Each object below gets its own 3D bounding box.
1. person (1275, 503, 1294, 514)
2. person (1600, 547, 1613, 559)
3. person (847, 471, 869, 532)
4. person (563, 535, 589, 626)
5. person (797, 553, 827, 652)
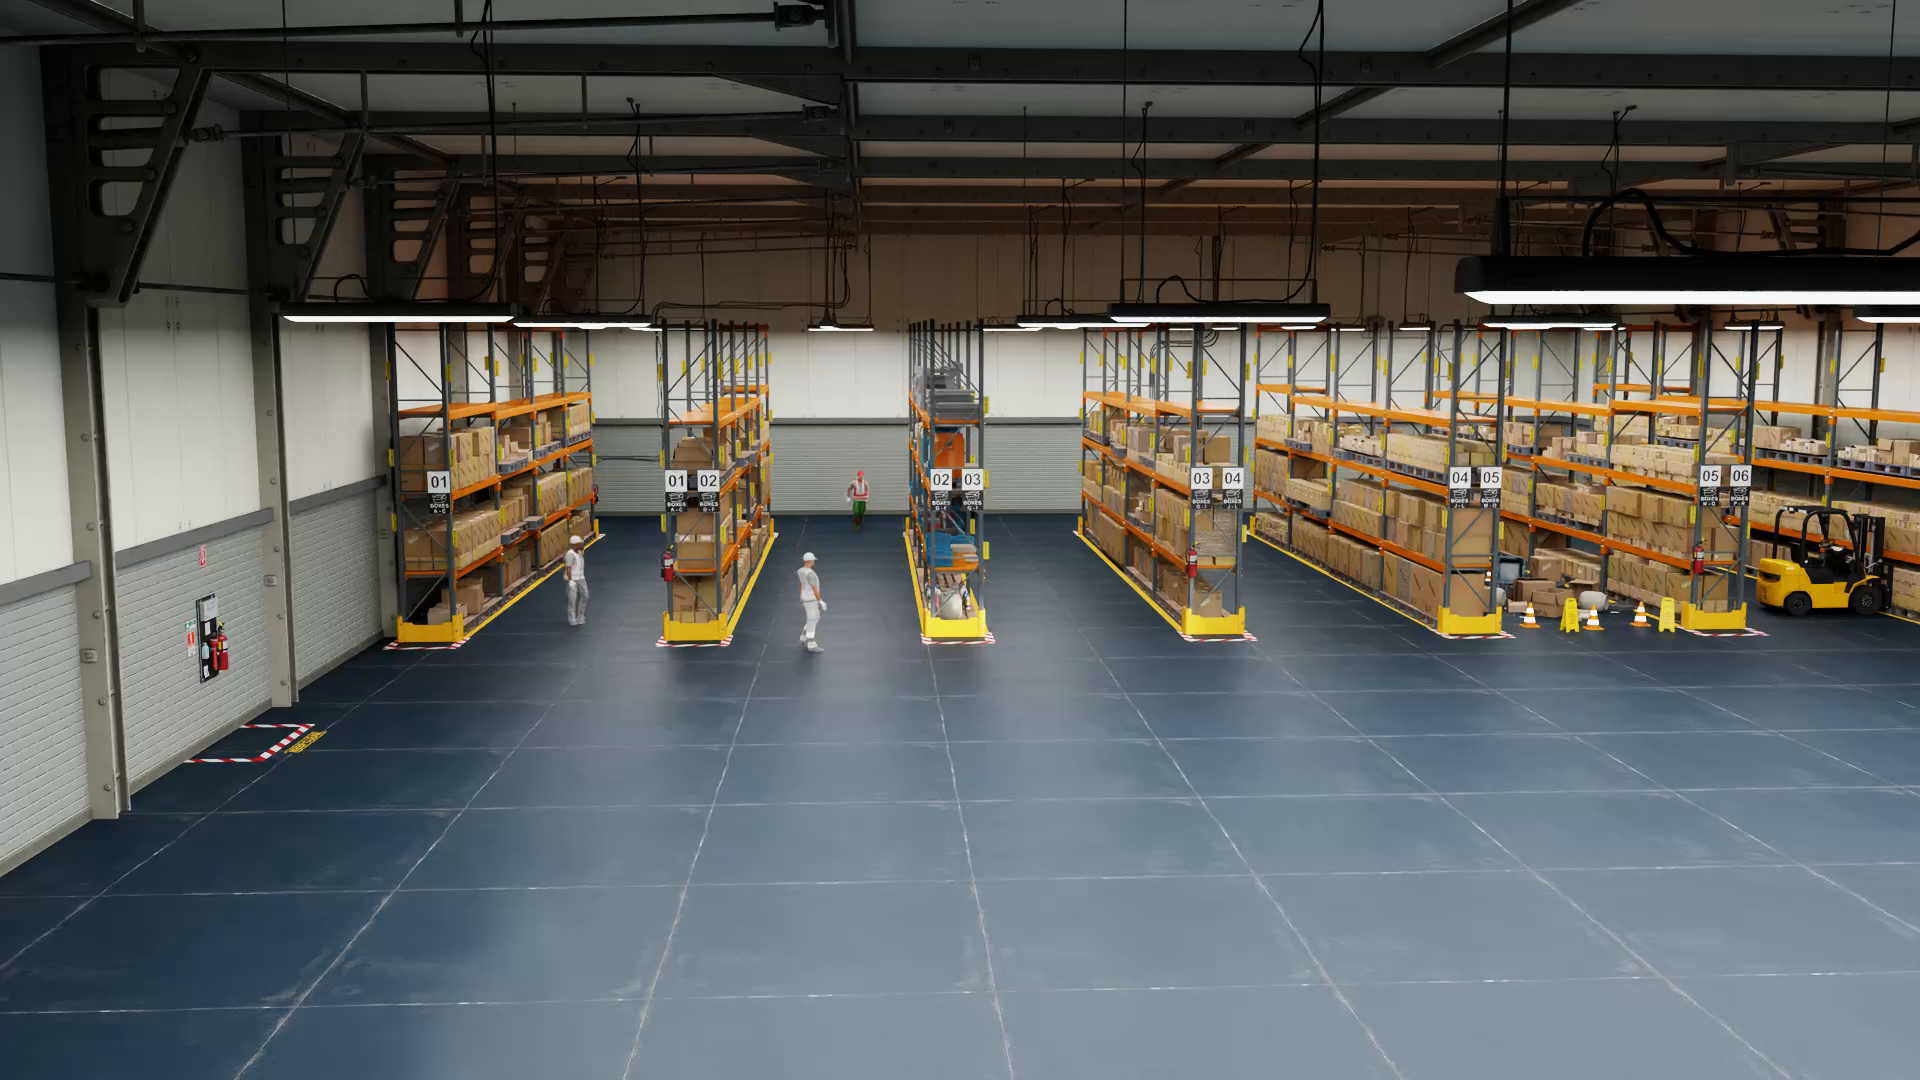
[{"bbox_3d":[9.763,-1.368,50.267,0.619,1.742,0.539,-6,9,-41],"label":"person"},{"bbox_3d":[16.076,-0.211,41.407,0.451,1.671,0.462,3,7,20],"label":"person"},{"bbox_3d":[-2.981,-1.107,48.701,0.656,1.845,0.736,-1,7,-9],"label":"person"},{"bbox_3d":[-7.599,0.838,32.847,0.451,1.867,0.585,4,8,31],"label":"person"},{"bbox_3d":[-2.682,1.116,30.112,0.492,1.791,0.643,-2,7,-12],"label":"person"}]
